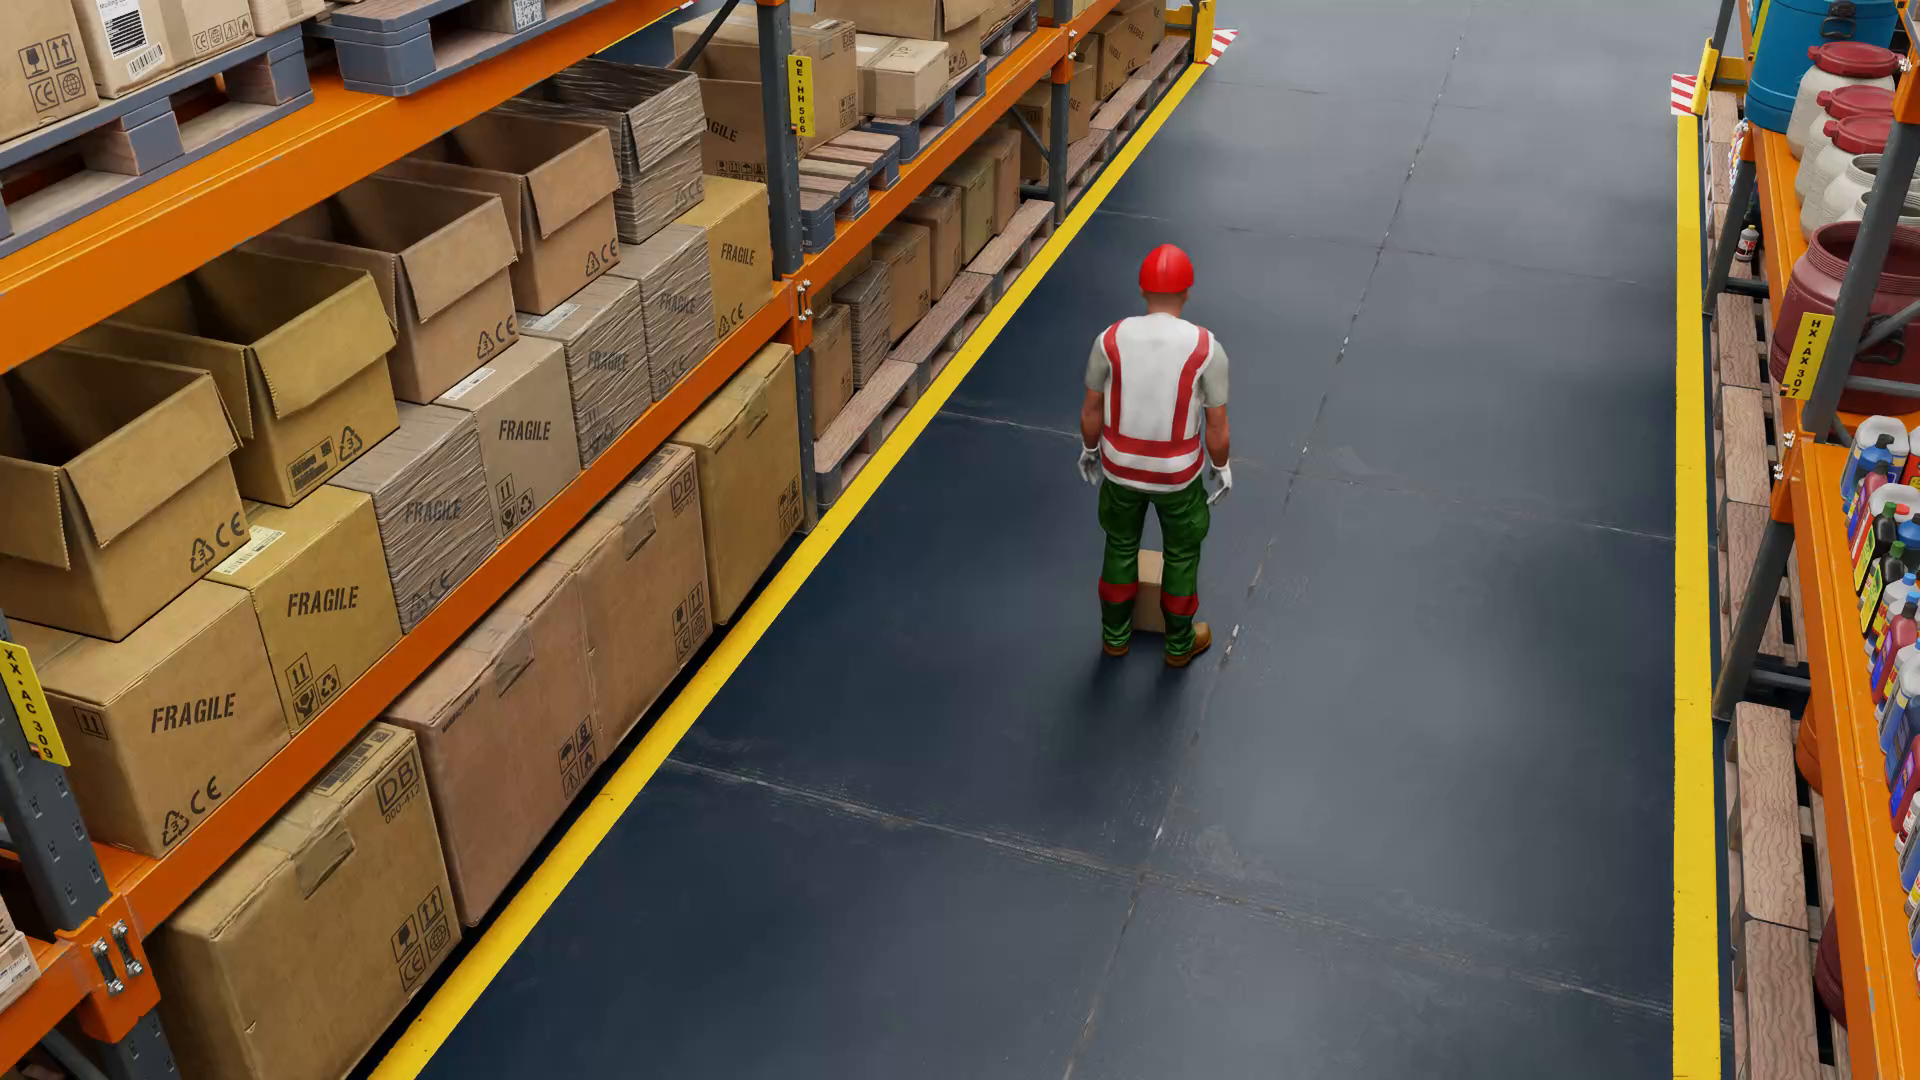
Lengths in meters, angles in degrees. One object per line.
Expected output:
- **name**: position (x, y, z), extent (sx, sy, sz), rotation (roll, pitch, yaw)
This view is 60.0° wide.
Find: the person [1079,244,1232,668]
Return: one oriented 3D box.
- **person**: position (0.774, -0.304, 6.594), extent (0.619, 1.779, 0.455), rotation (10, 34, 16)
